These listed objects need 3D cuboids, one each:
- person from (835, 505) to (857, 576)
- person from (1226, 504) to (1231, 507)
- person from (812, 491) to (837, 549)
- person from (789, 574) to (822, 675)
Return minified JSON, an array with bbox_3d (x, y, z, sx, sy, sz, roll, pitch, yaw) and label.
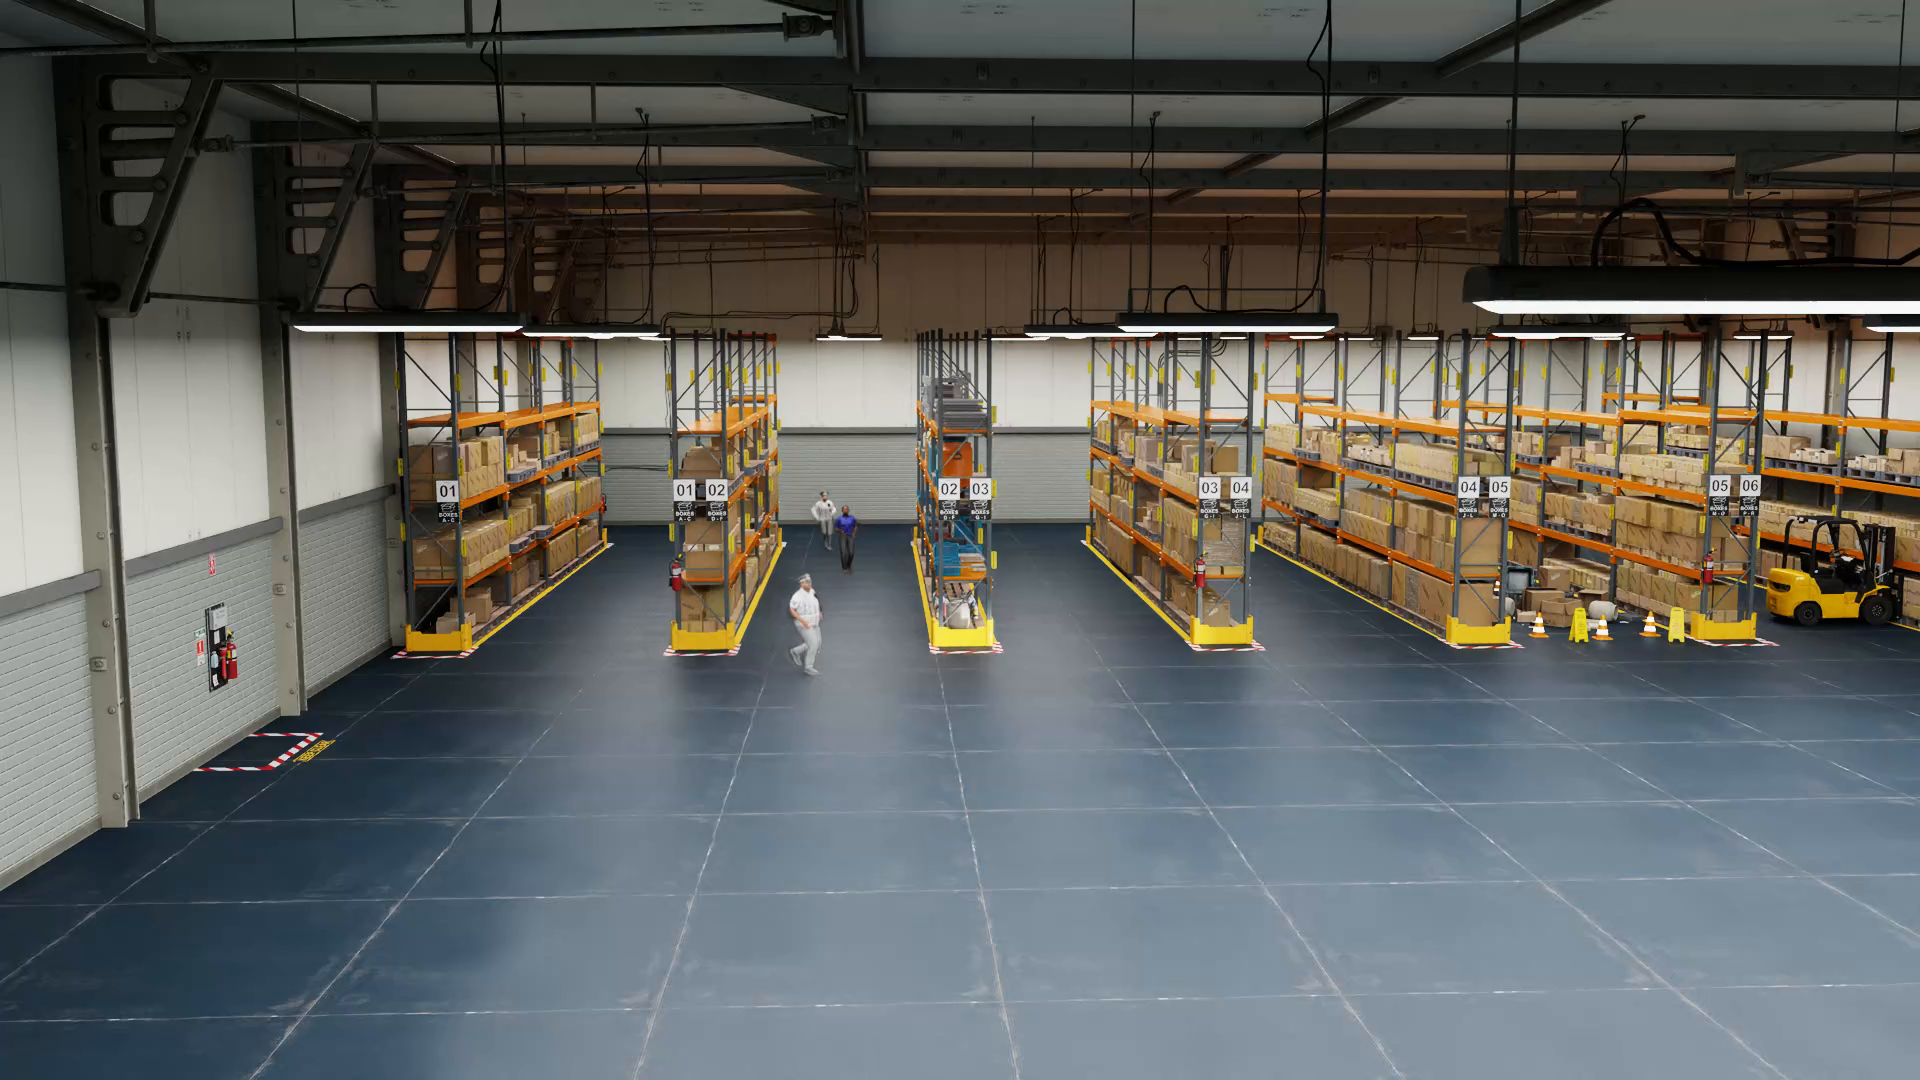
[{"bbox_3d":[-2.670,0.066,39.279,0.563,1.589,0.572,-1,7,-10],"label":"person"},{"bbox_3d":[7.583,-0.769,48.293,0.732,1.643,0.666,4,8,30],"label":"person"},{"bbox_3d":[-3.756,-0.542,46.214,0.675,1.655,0.635,-2,7,-13],"label":"person"},{"bbox_3d":[-2.711,1.450,29.028,0.635,1.766,0.658,4,8,30],"label":"person"}]
